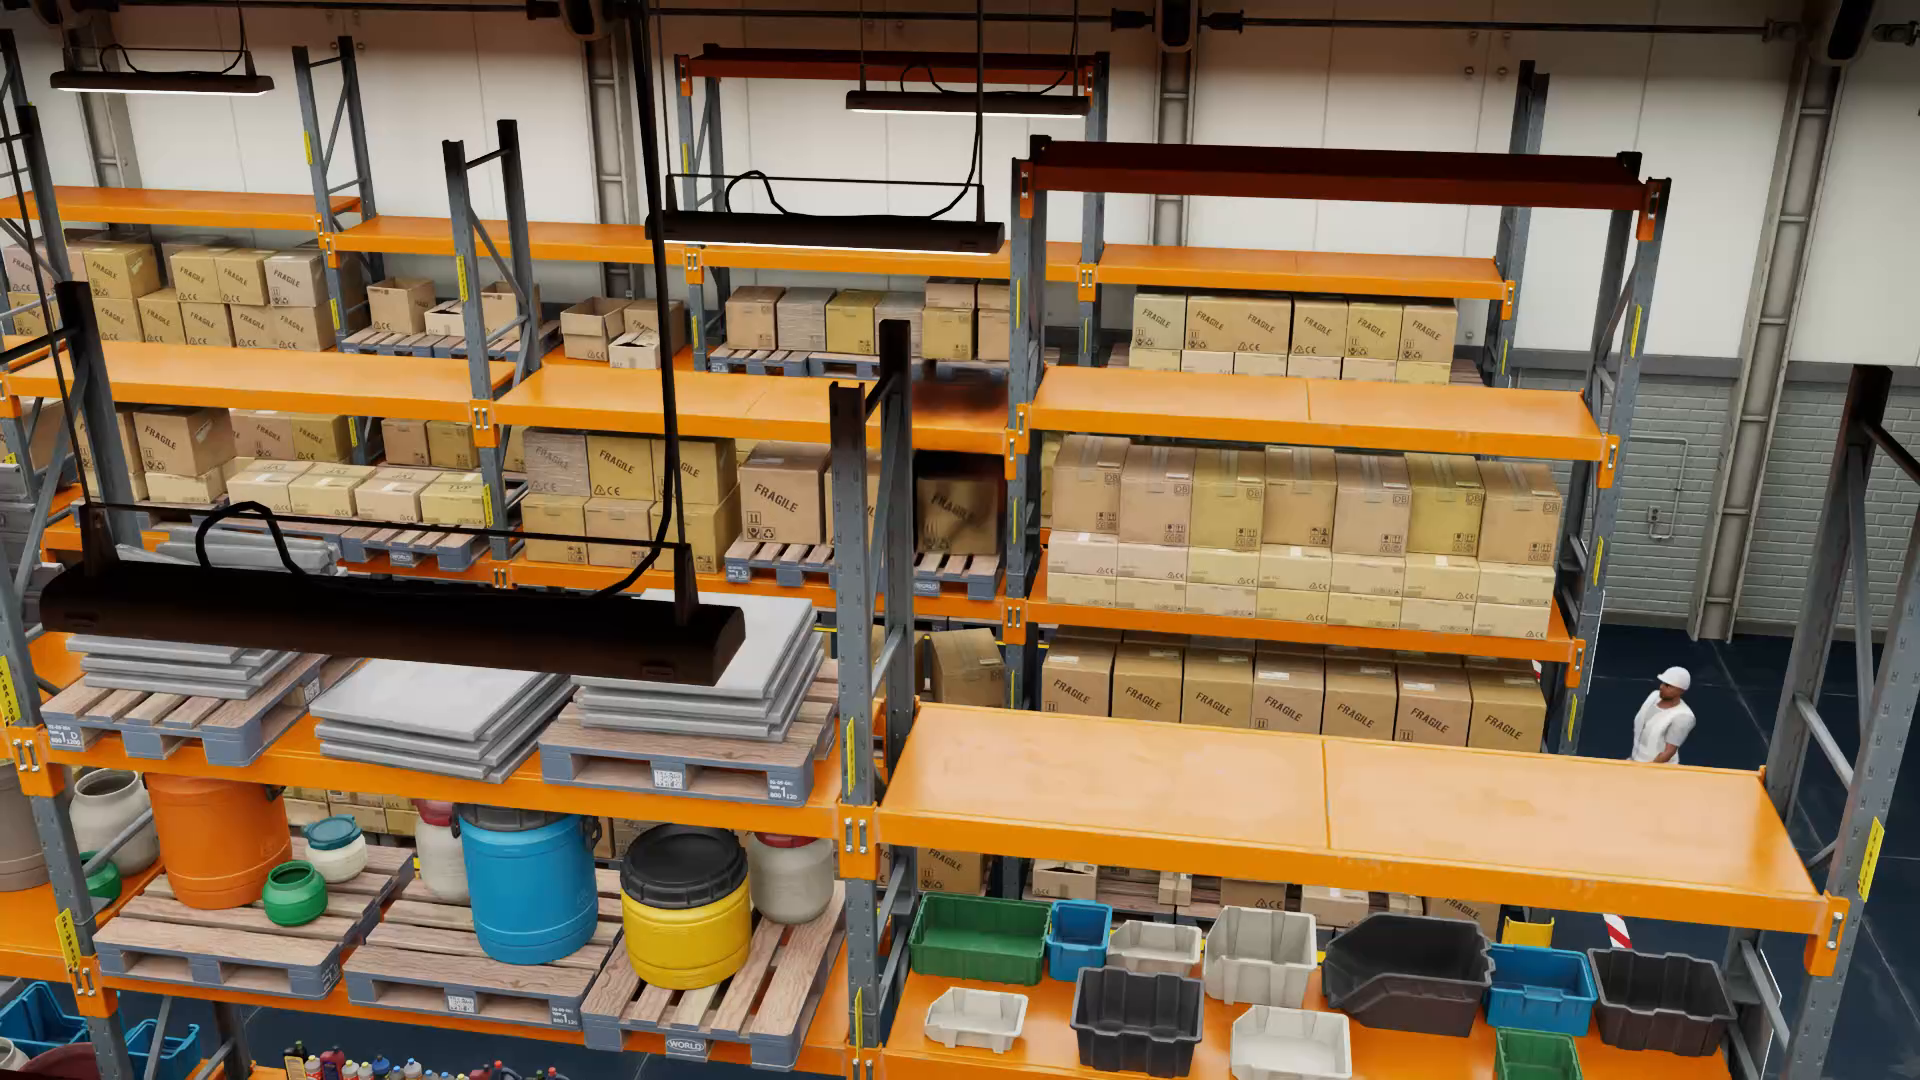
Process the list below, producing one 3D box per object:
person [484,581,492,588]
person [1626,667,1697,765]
[{"bbox_3d":[-4.279,1.078,15.616,0.560,1.744,0.432,8,24,18],"label":"person"},{"bbox_3d":[5.621,1.833,13.741,0.955,1.733,0.615,2,23,4],"label":"person"}]
